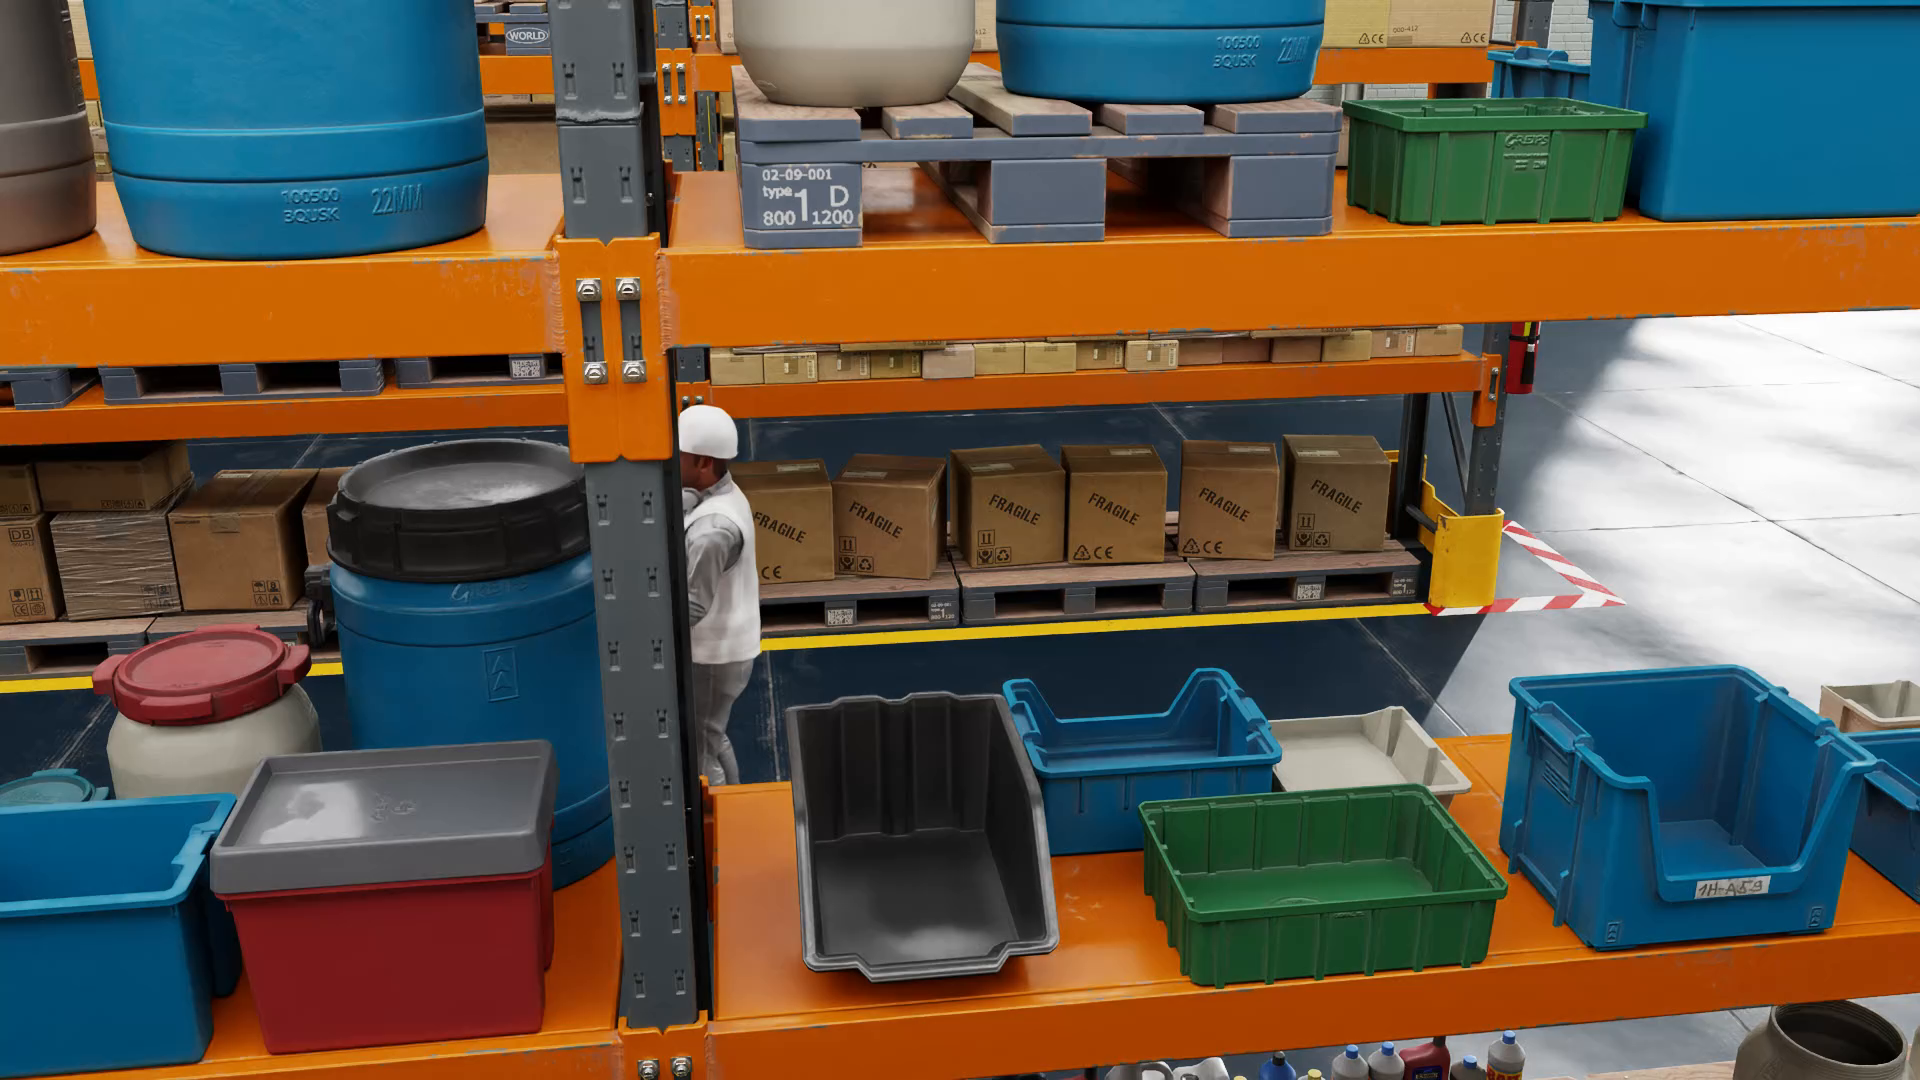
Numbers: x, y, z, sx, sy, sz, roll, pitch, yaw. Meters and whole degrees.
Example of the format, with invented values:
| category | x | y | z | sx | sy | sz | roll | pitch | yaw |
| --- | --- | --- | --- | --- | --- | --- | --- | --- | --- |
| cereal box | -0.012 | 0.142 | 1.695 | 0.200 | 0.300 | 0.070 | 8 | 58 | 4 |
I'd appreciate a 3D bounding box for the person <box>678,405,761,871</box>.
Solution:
| category | x | y | z | sx | sy | sz | roll | pitch | yaw |
| --- | --- | --- | --- | --- | --- | --- | --- | --- | --- |
| person | -0.979 | 0.383 | 5.967 | 0.529 | 1.778 | 0.528 | -3 | 20 | -8 |
